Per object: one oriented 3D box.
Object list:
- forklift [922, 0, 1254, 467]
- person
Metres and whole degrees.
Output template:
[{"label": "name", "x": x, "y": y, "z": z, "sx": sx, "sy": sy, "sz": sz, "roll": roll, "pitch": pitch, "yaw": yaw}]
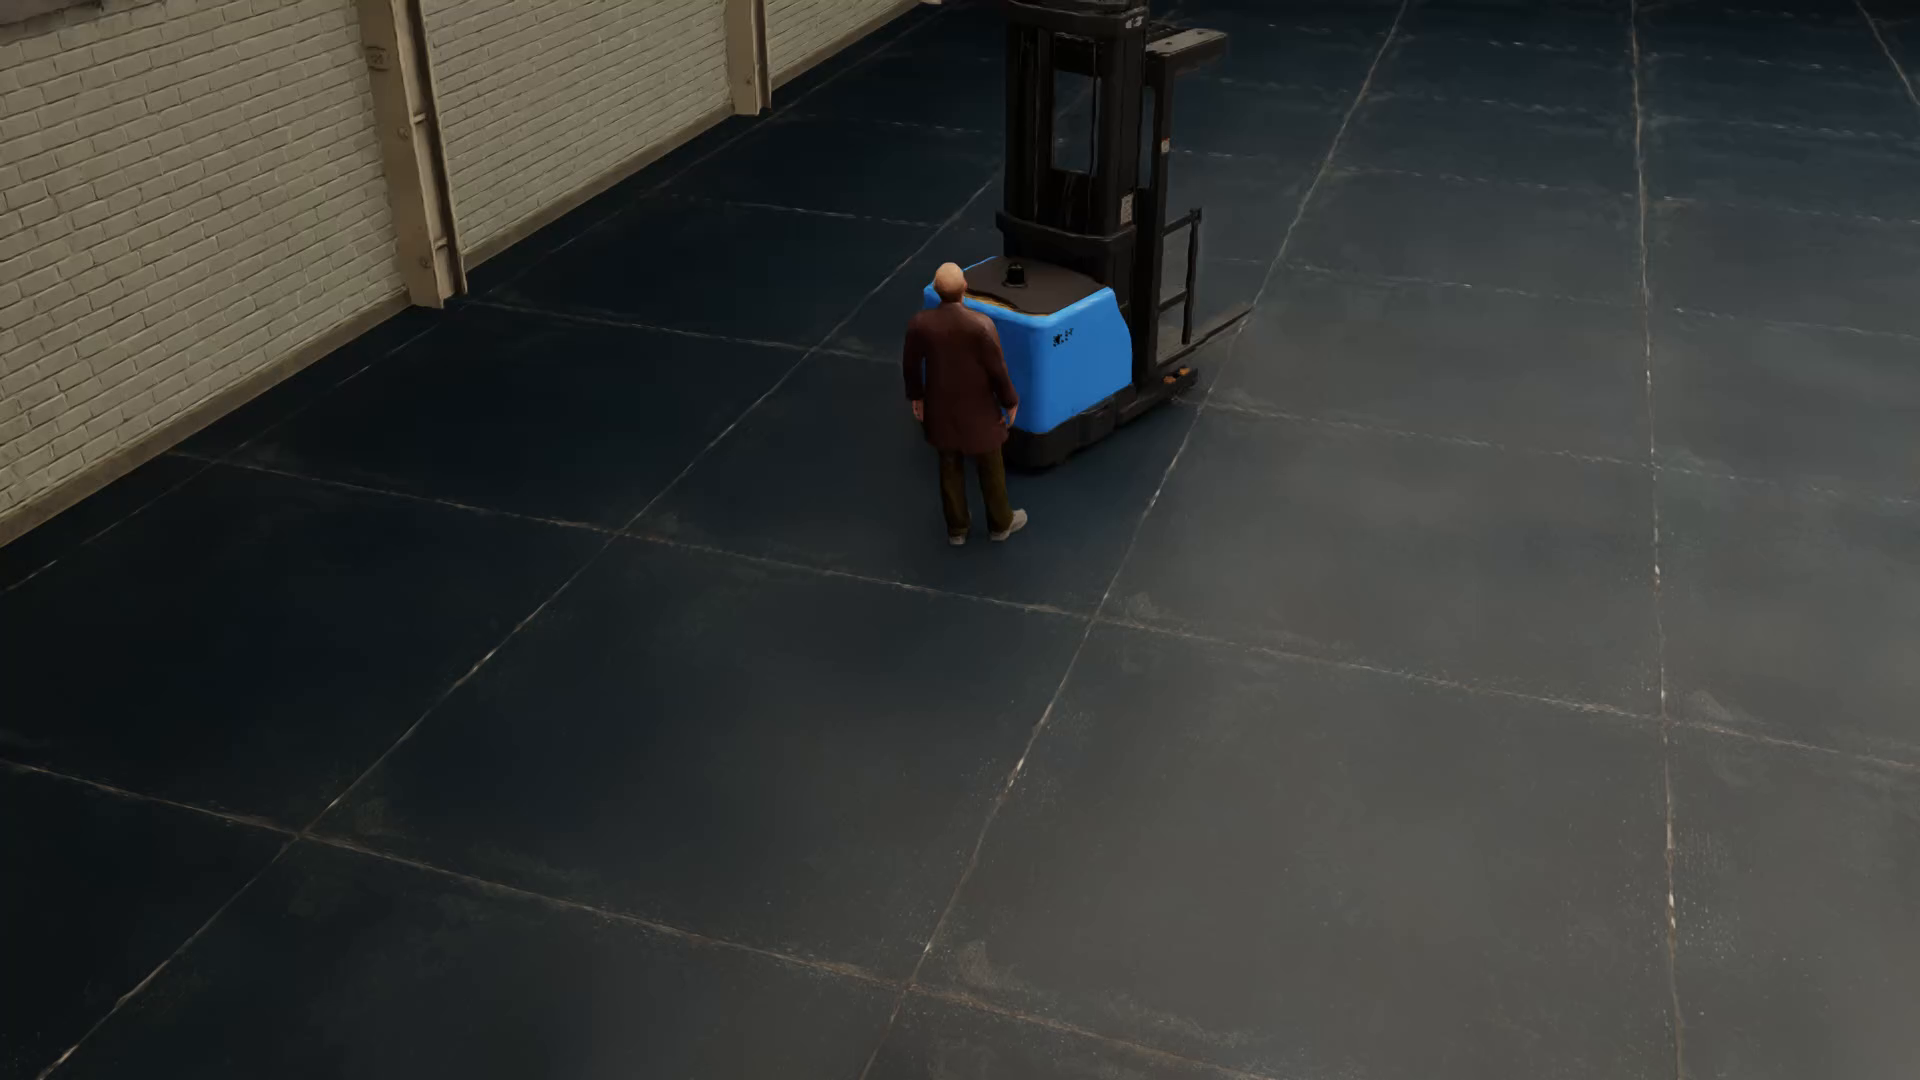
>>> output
[{"label": "forklift", "x": 1.057, "y": -2.410, "z": 11.364, "sx": 1.130, "sy": 2.935, "sz": 3.031, "roll": 22, "pitch": 36, "yaw": 33}, {"label": "person", "x": 0.034, "y": -0.820, "z": 9.726, "sx": 0.694, "sy": 1.776, "sz": 0.580, "roll": 10, "pitch": 31, "yaw": 16}]
